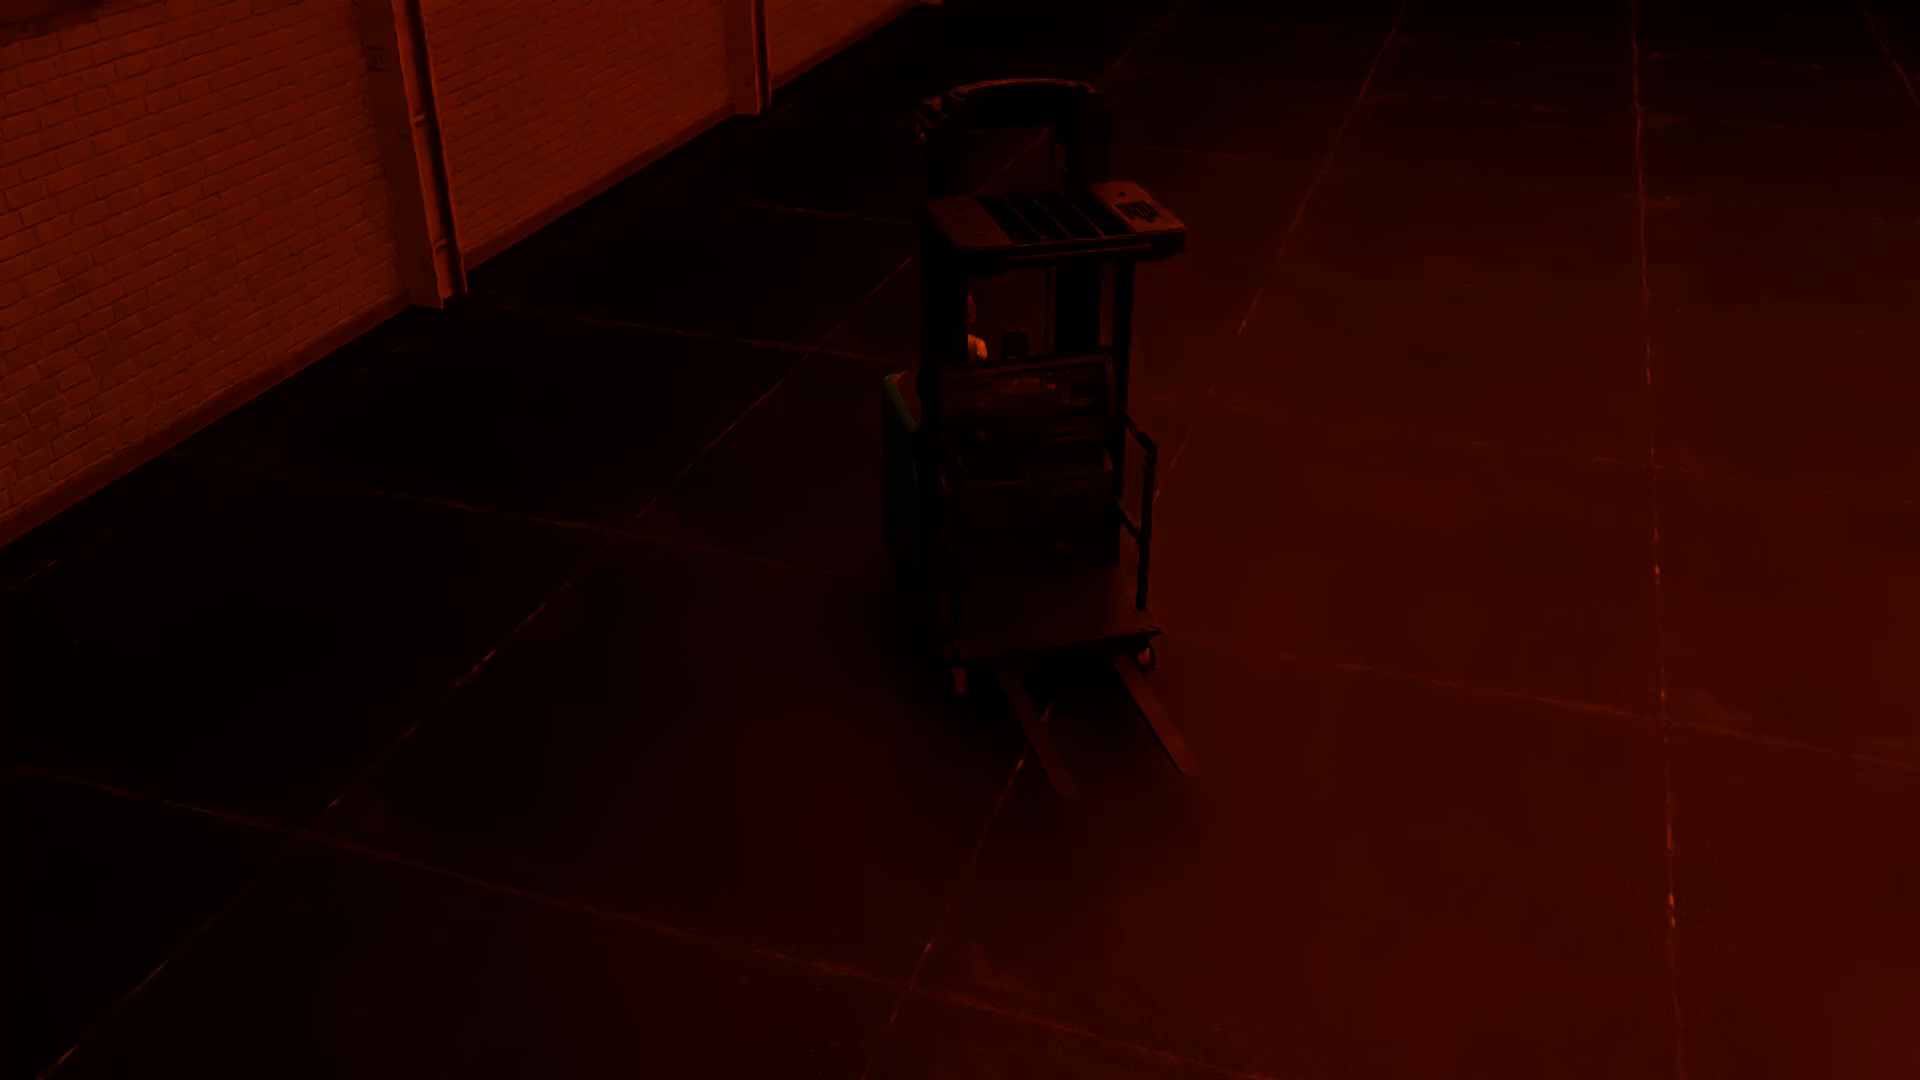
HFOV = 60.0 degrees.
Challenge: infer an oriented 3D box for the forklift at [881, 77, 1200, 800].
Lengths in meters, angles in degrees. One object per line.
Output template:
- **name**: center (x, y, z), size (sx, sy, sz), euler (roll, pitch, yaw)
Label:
- **forklift**: center (0.403, -0.666, 8.305), size (1.130, 2.935, 3.031), euler (-8, 31, -13)

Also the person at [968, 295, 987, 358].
- **person**: center (0.018, -0.713, 9.749), size (0.407, 1.586, 0.401), euler (10, 31, 16)
